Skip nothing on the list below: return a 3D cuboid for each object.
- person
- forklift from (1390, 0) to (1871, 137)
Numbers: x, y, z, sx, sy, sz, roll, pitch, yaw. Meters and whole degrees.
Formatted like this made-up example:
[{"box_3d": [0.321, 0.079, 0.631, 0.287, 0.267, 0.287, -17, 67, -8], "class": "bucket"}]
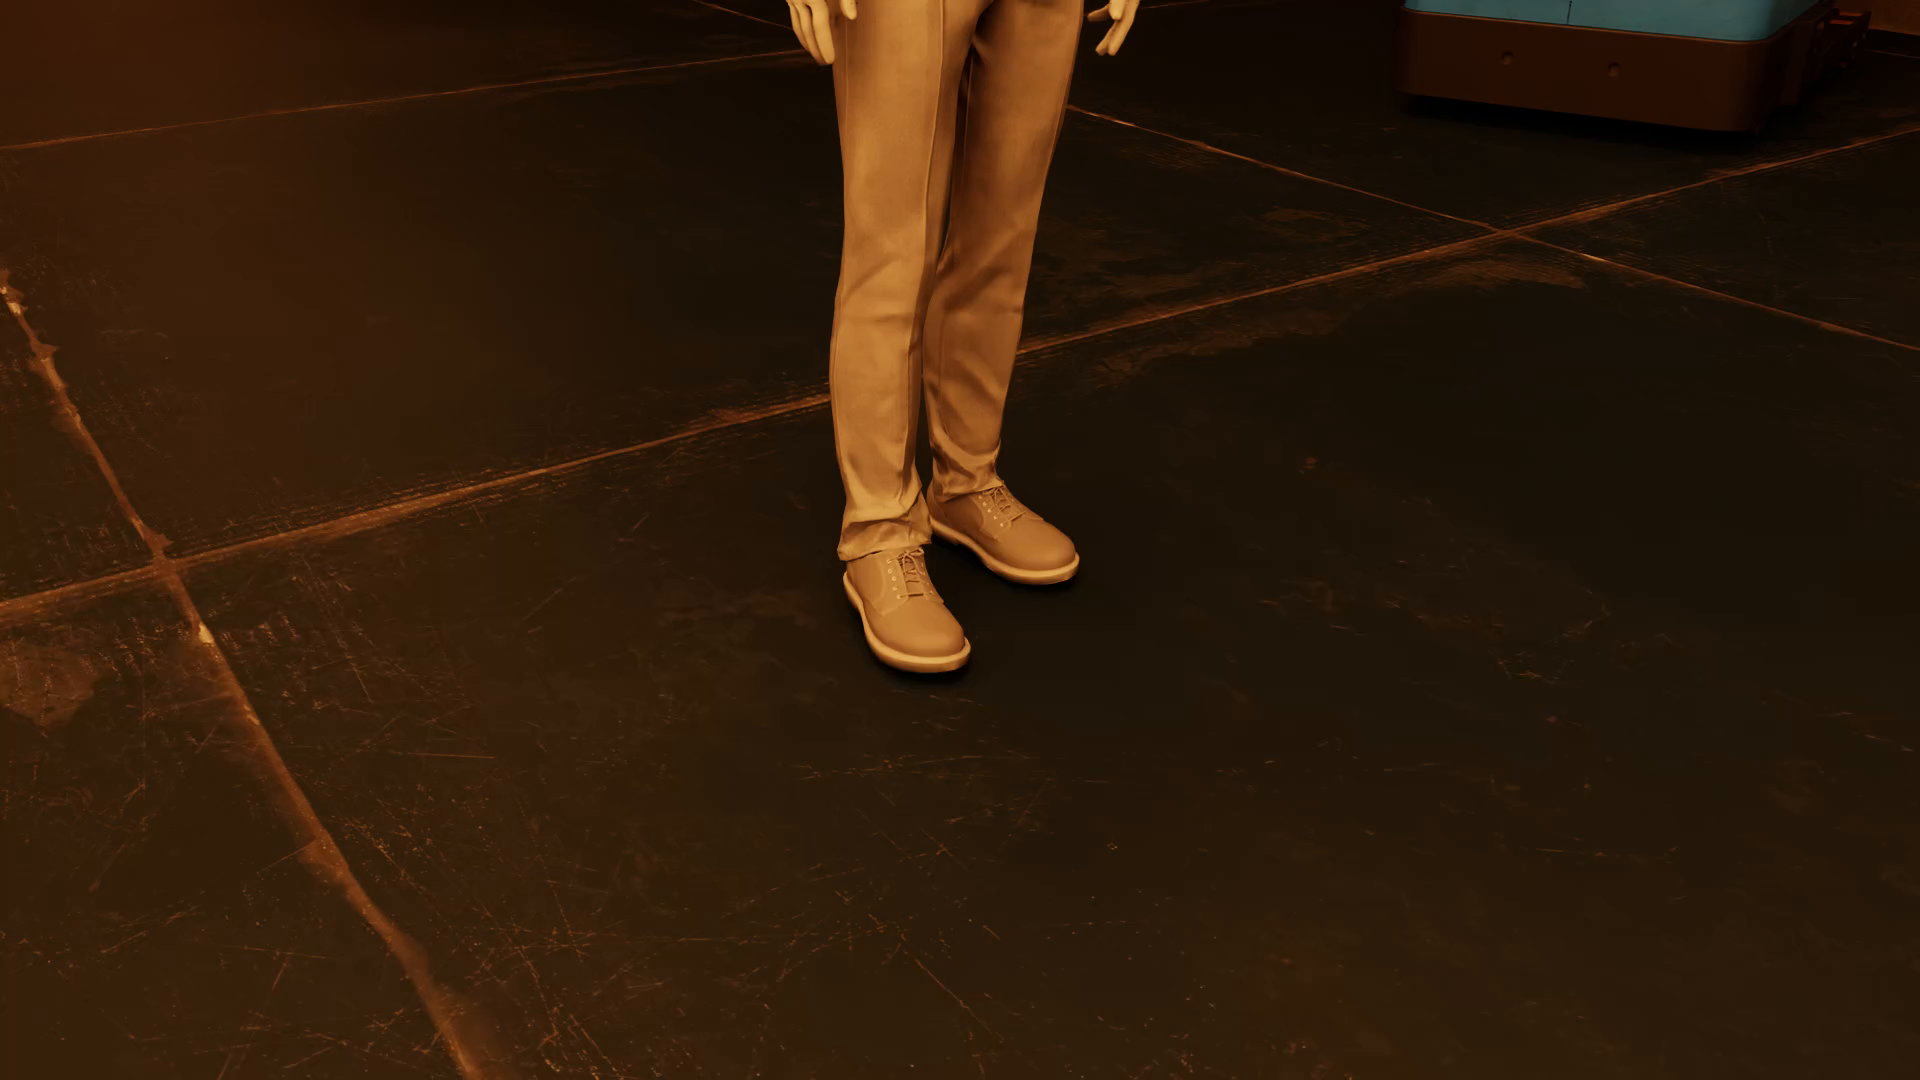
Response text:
[{"box_3d": [0.034, -0.737, 2.064, 0.588, 1.695, 0.531, -17, 31, -31], "class": "person"}, {"box_3d": [2.563, -3.044, 5.300, 1.130, 2.935, 3.031, 17, 31, 30], "class": "forklift"}]
